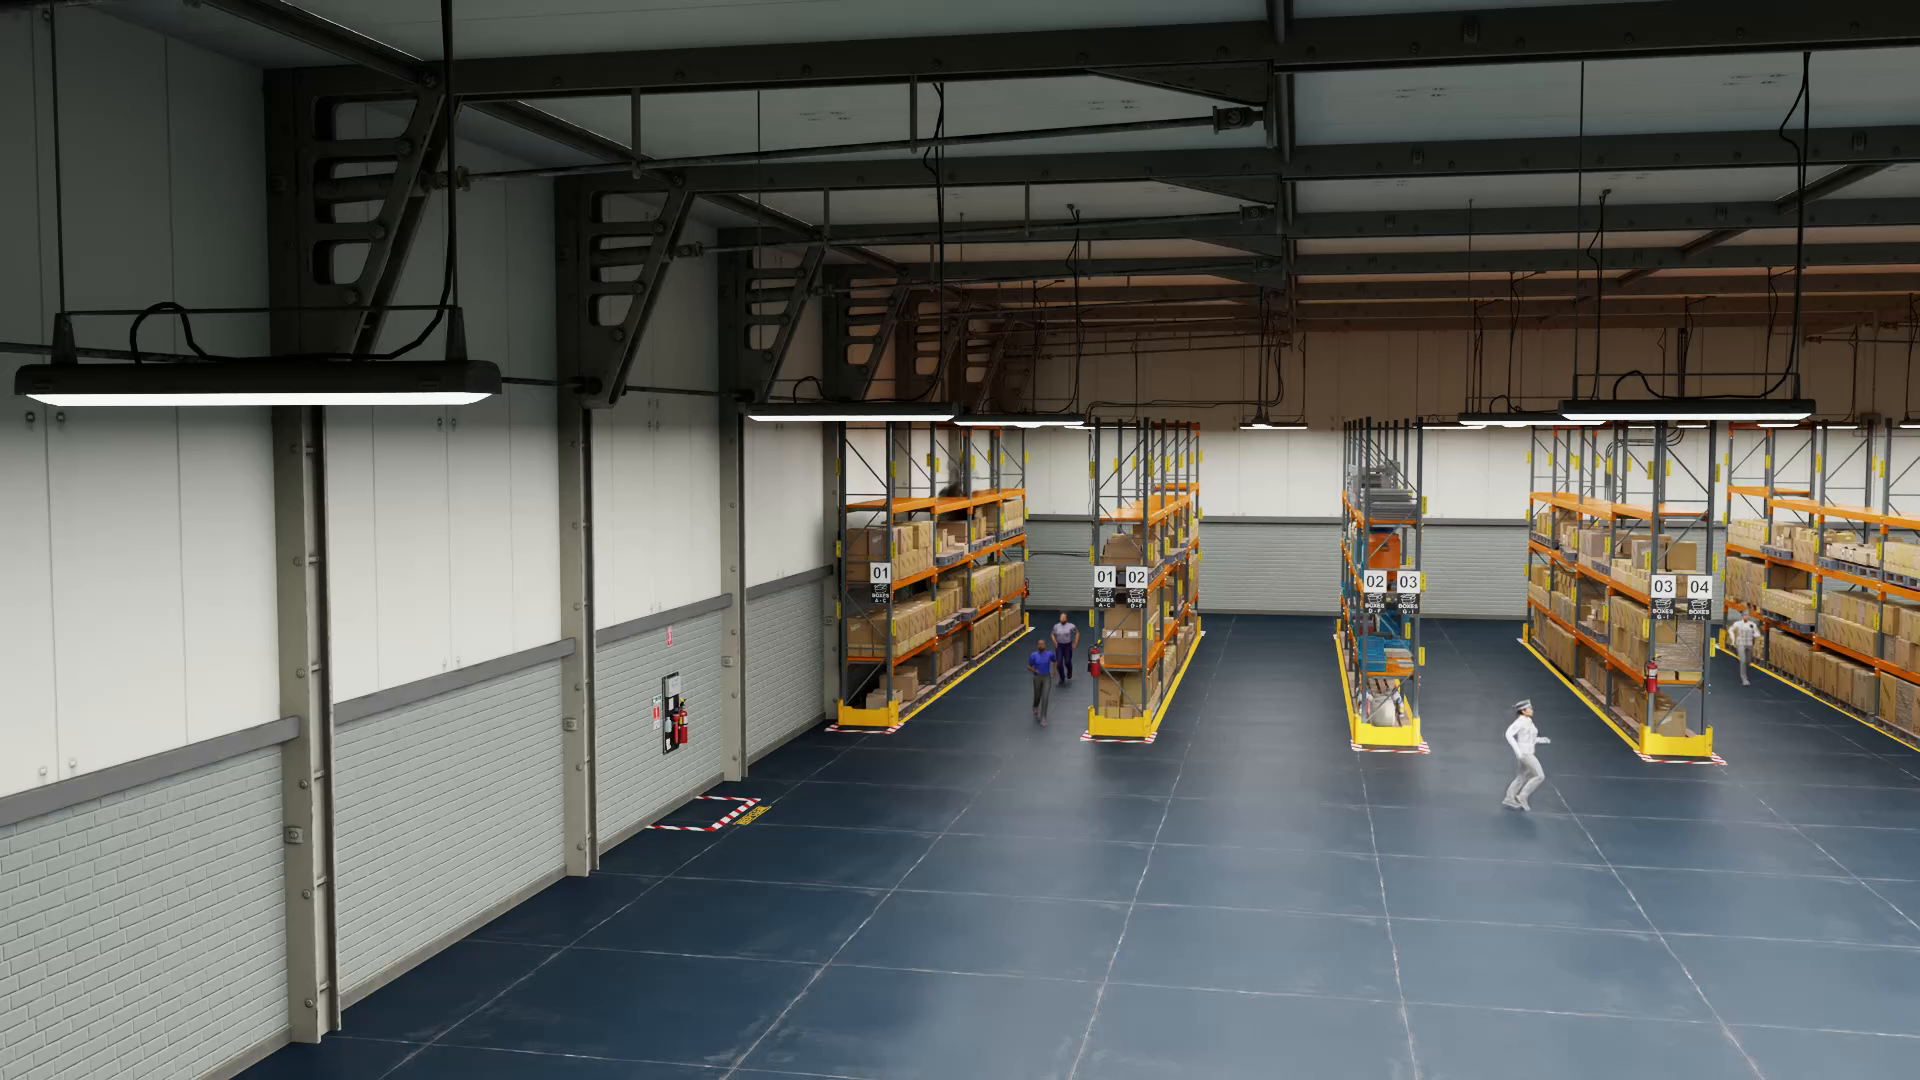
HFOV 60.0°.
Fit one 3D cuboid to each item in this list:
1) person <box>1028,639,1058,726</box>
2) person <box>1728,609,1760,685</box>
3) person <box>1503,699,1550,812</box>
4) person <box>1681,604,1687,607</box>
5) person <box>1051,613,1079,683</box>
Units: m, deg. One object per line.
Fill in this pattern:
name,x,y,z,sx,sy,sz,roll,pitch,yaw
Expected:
person,1.631,2.774,32.846,0.589,1.664,0.918,0,4,4
person,17.843,2.402,37.803,0.611,1.681,0.940,1,4,9
person,8.558,3.248,25.117,0.666,1.685,0.582,2,4,25
person,18.701,2.115,42.873,0.607,1.652,0.581,1,4,17
person,2.384,2.465,37.962,0.640,1.606,0.571,1,4,10
